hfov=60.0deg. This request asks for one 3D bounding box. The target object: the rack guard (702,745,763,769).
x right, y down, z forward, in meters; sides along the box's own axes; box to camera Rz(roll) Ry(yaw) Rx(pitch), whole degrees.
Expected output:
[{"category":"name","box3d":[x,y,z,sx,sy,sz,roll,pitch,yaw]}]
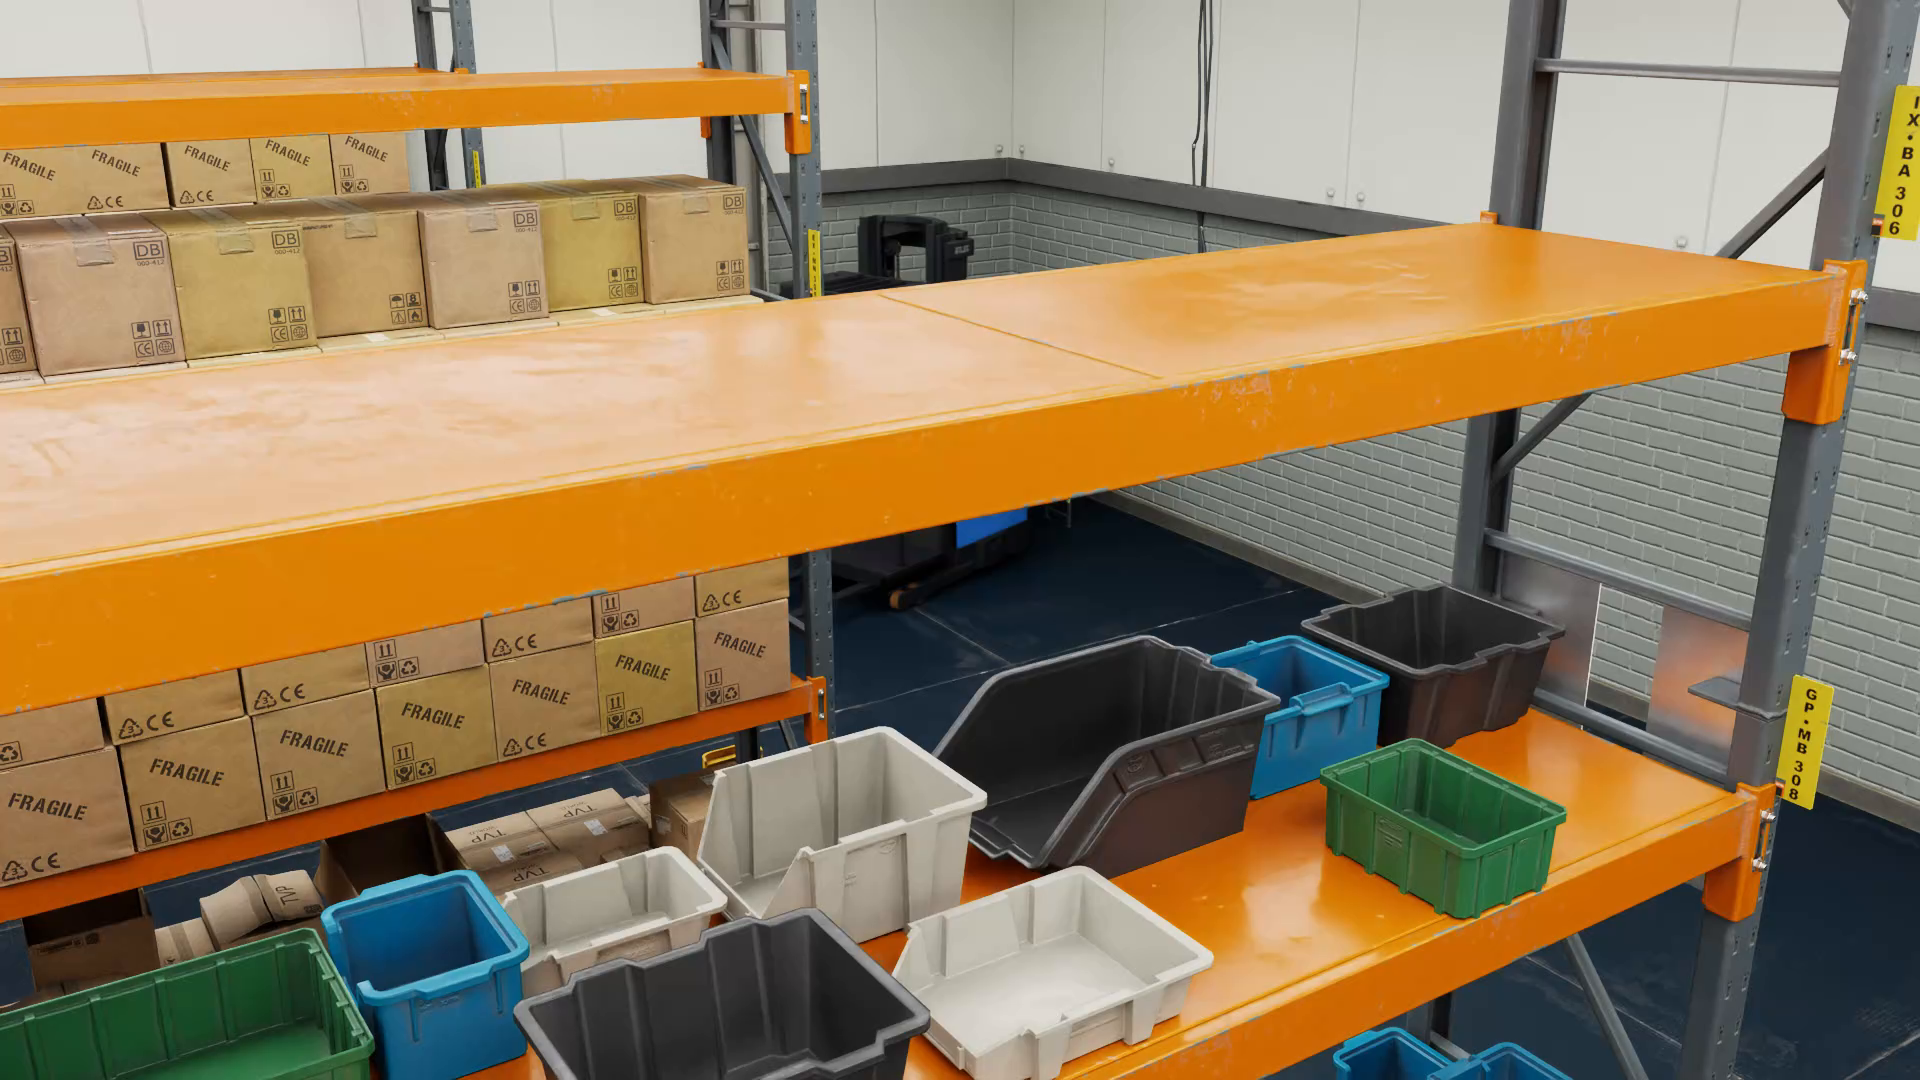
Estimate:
[{"category":"rack guard","box3d":[-1.035,1.595,9.246,0.348,0.500,1.175,-12,22,-31]}]

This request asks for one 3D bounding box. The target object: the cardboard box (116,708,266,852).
[{"category":"cardboard box","box3d":[-3.311,0.947,7.105,0.500,0.500,0.500,-11,22,-30]}]

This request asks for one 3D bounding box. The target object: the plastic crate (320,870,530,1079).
[{"category":"plastic crate","box3d":[-1.006,0.840,3.154,0.300,0.233,0.416,-12,22,-31]}]

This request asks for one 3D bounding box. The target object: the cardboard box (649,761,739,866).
[{"category":"cardboard box","box3d":[-1.290,1.535,8.737,0.500,0.500,0.500,-12,22,-31]}]

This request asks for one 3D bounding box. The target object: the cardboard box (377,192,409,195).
[{"category":"cardboard box","box3d":[-4.165,-2.323,11.672,0.500,0.250,0.500,-11,22,-30]}]

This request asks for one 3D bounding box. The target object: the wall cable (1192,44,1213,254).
[{"category":"wall cable","box3d":[1.221,-3.199,15.004,0.112,2.526,3.097,-12,22,-31]}]

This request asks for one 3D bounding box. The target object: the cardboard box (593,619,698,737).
[{"category":"cardboard box","box3d":[-1.627,0.594,8.148,0.500,0.500,0.500,-12,22,-31]}]

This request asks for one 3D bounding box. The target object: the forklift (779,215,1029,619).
[{"category":"forklift","box3d":[-0.698,-1.006,13.145,1.130,2.935,3.031,14,23,35]}]

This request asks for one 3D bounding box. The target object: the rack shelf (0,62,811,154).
[{"category":"rack shelf","box3d":[-2.642,-1.750,6.999,4.000,0.370,1.077,-12,22,-31]}]

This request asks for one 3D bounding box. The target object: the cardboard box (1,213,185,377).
[{"category":"cardboard box","box3d":[-3.431,-0.986,6.577,0.500,0.500,0.700,-12,22,-31]}]

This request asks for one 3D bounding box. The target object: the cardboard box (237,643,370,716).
[{"category":"cardboard box","box3d":[-2.904,0.392,7.185,0.500,0.500,0.500,-13,22,-33]}]

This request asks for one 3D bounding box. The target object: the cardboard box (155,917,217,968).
[{"category":"cardboard box","box3d":[-3.712,1.986,7.952,0.250,0.149,0.380,-12,22,-31]}]

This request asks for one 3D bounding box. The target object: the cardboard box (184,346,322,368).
[{"category":"cardboard box","box3d":[-2.929,-0.678,6.835,0.500,0.250,0.500,-12,22,-31]}]

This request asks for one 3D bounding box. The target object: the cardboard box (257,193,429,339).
[{"category":"cardboard box","box3d":[-2.683,-1.205,7.223,0.500,0.500,0.700,-12,22,-31]}]

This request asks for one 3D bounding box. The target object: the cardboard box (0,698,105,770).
[{"category":"cardboard box","box3d":[-3.764,0.573,6.648,0.500,0.500,0.500,-11,22,-30]}]

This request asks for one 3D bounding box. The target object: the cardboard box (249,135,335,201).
[{"category":"cardboard box","box3d":[-4.584,-2.591,11.294,0.500,0.500,0.500,-11,22,-30]}]

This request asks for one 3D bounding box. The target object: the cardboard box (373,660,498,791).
[{"category":"cardboard box","box3d":[-2.468,0.769,7.630,0.500,0.500,0.500,-12,22,-32]}]

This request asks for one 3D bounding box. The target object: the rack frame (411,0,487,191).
[{"category":"rack frame","box3d":[-3.699,-3.769,11.842,0.127,3.000,1.000,-12,22,-31]}]

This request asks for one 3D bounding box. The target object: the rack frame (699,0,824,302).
[{"category":"rack frame","box3d":[-0.971,-2.445,7.925,0.127,3.000,1.000,-12,22,-31]}]

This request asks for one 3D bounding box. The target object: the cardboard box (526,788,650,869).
[{"category":"cardboard box","box3d":[-1.999,1.600,8.936,0.500,0.250,0.500,-12,22,-31]}]

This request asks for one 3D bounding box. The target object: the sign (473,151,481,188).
[{"category":"sign","box3d":[-3.412,-2.582,11.757,0.005,0.325,0.100,-12,22,-31]}]

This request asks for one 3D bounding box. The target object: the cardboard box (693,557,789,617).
[{"category":"cardboard box","box3d":[-1.192,0.028,8.260,0.500,0.500,0.500,-12,22,-32]}]

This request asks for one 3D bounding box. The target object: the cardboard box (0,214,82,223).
[{"category":"cardboard box","box3d":[-5.884,-1.956,10.585,0.500,0.250,0.500,-12,22,-33]}]

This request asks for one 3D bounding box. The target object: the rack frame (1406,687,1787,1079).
[{"category":"rack frame","box3d":[1.750,1.723,4.965,0.127,3.000,1.000,-12,22,-31]}]

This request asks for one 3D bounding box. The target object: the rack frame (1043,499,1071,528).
[{"category":"rack frame","box3d":[0.888,-0.875,14.991,0.023,1.500,0.400,-11,22,-30]}]

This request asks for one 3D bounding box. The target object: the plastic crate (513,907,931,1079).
[{"category":"plastic crate","box3d":[-0.403,0.923,2.852,0.590,0.269,0.497,-12,22,-31]}]

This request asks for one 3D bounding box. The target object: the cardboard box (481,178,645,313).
[{"category":"cardboard box","box3d":[-1.856,-1.384,7.755,0.500,0.500,0.700,-12,22,-31]}]

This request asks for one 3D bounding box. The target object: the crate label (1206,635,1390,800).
[{"category":"crate label","box3d":[0.802,0.449,4.283,0.502,0.251,0.408,-12,22,-31]}]

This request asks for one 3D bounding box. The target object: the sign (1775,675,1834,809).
[{"category":"sign","box3d":[2.066,0.496,4.074,0.005,0.325,0.100,-12,22,-31]}]

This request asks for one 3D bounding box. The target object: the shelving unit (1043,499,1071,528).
[{"category":"shelving unit","box3d":[0.577,-0.813,14.808,0.755,1.500,0.431,-11,22,-30]}]

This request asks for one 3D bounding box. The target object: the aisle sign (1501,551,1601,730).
[{"category":"aisle sign","box3d":[1.647,0.399,4.821,0.004,0.787,0.394,-12,22,-31]}]

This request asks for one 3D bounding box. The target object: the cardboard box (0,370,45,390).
[{"category":"cardboard box","box3d":[-3.769,-0.504,6.322,0.500,0.250,0.500,-12,22,-31]}]

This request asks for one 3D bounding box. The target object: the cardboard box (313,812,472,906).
[{"category":"cardboard box","box3d":[-2.746,1.744,8.114,0.637,0.503,0.797,-12,22,-31]}]

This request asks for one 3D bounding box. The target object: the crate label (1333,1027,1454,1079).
[{"category":"crate label","box3d":[1.363,1.729,5.114,0.303,0.233,0.416,-12,22,-31]}]

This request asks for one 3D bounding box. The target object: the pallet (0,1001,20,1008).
[{"category":"pallet","box3d":[-3.738,2.302,7.605,1.213,0.211,1.003,-12,22,-31]}]

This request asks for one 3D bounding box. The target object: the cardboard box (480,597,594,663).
[{"category":"cardboard box","box3d":[-2.044,0.210,7.722,0.500,0.500,0.500,-11,22,-30]}]

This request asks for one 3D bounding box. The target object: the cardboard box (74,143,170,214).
[{"category":"cardboard box","box3d":[-5.455,-2.405,10.743,0.500,0.500,0.500,-12,22,-31]}]

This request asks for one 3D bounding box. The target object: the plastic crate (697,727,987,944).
[{"category":"plastic crate","box3d":[-0.271,0.666,3.593,0.530,0.282,0.437,-12,22,-31]}]

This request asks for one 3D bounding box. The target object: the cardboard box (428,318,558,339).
[{"category":"cardboard box","box3d":[-2.097,-0.855,7.362,0.500,0.250,0.500,-12,22,-31]}]

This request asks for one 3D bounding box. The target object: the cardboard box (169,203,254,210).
[{"category":"cardboard box","box3d":[-5.031,-2.138,11.125,0.500,0.250,0.500,-13,22,-33]}]

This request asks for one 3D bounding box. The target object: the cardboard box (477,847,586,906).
[{"category":"cardboard box","box3d":[-2.100,1.813,8.306,0.500,0.250,0.500,-12,22,-31]}]

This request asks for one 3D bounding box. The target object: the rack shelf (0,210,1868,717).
[{"category":"rack shelf","box3d":[0.079,-0.236,3.141,4.000,0.370,1.077,-12,22,-31]}]

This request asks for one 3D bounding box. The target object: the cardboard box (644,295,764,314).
[{"category":"cardboard box","box3d":[-1.260,-1.031,7.880,0.500,0.250,0.500,-12,22,-31]}]

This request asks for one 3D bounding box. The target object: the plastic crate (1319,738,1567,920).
[{"category":"plastic crate","box3d":[1.083,0.652,3.778,0.336,0.188,0.450,-12,22,-31]}]
